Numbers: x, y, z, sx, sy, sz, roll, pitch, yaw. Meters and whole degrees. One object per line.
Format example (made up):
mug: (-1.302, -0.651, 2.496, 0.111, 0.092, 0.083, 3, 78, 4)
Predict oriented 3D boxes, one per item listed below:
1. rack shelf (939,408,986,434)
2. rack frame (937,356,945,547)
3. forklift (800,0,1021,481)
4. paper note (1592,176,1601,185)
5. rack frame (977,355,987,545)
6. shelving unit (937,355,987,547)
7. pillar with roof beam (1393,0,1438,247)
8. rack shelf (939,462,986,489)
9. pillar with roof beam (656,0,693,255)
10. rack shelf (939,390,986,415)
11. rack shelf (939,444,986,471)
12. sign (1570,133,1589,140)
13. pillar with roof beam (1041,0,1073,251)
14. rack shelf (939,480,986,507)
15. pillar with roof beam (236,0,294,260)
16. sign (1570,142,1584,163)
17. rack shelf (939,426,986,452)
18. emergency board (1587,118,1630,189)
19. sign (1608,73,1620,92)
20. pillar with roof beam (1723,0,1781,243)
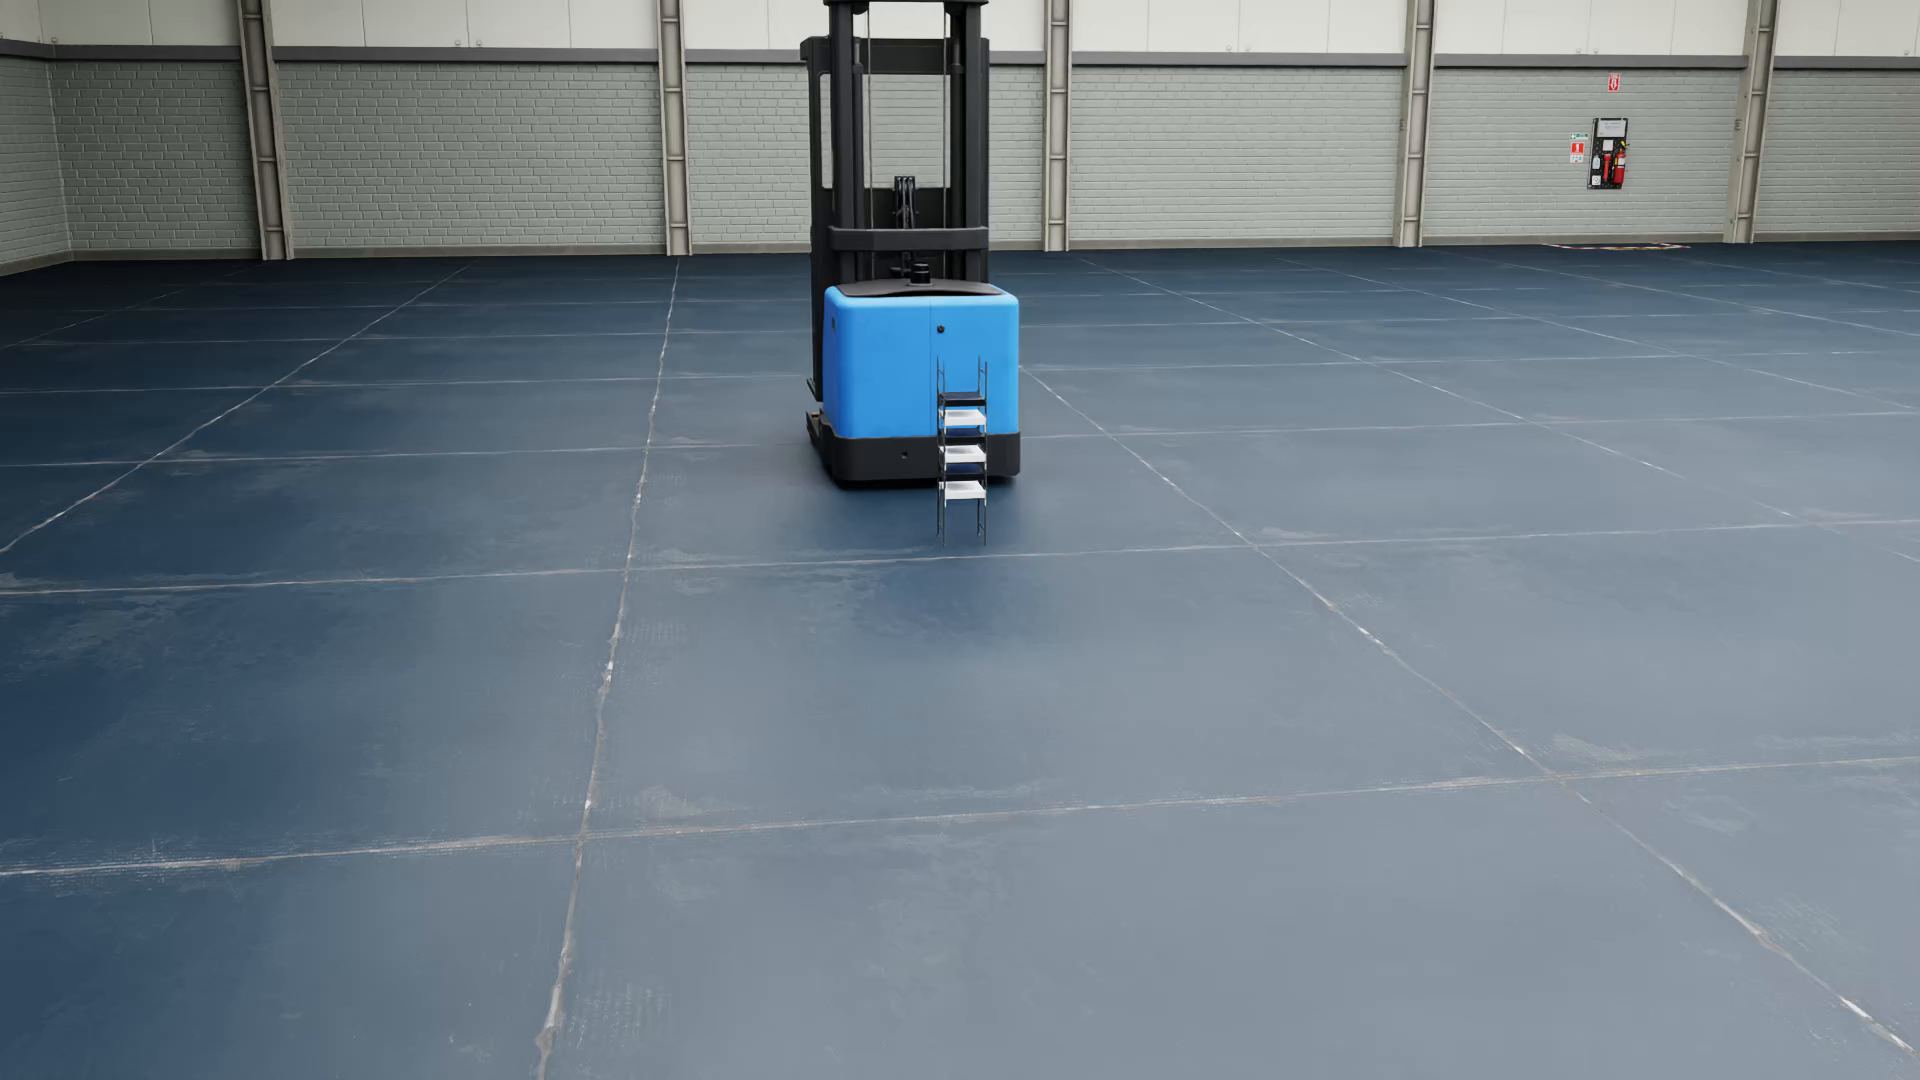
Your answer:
rack shelf: (0.008, -0.579, 8.078, 0.200, 0.077, 0.258, -2, 14, -8)
rack frame: (-0.092, -0.433, 8.099, 0.006, 0.900, 0.240, -2, 14, -8)
forklift: (-0.406, -2.060, 10.411, 1.130, 2.935, 3.031, -2, 14, -9)
paper note: (10.770, -6.086, 28.135, 0.142, 0.148, 0.016, -2, 14, -8)
rack frame: (0.109, -0.440, 8.128, 0.006, 0.900, 0.240, -2, 14, -8)
shelving unit: (0.008, -0.437, 8.114, 0.210, 0.900, 0.258, -2, 14, -8)
pillar with roof beam: (8.113, -8.241, 22.582, 0.400, 9.000, 9.100, -2, 14, -8)
rack shelf: (0.008, -0.317, 8.144, 0.200, 0.077, 0.258, -2, 14, -8)
pillar with roof beam: (-3.753, -7.806, 20.848, 0.400, 9.000, 9.100, -2, 14, -8)
rack shelf: (0.008, -0.666, 8.056, 0.200, 0.077, 0.258, -2, 14, -8)
rack shelf: (0.008, -0.404, 8.122, 0.200, 0.077, 0.258, -2, 14, -8)
sign: (10.399, -6.781, 27.930, 0.331, 0.109, 0.001, -2, 14, -8)
pillar with roof beam: (2.180, -8.023, 21.715, 0.400, 9.000, 9.100, -2, 14, -8)
rack shelf: (0.008, -0.230, 8.165, 0.200, 0.077, 0.258, -2, 14, -8)
pillar with roof beam: (-9.686, -7.588, 19.981, 0.400, 9.000, 9.100, -2, 14, -8)
sign: (10.394, -6.526, 28.002, 0.234, 0.329, 0.001, -2, 14, -8)
rack shelf: (0.008, -0.492, 8.100, 0.200, 0.077, 0.258, -2, 14, -8)
emergency board: (10.956, -6.503, 27.988, 0.643, 1.169, 0.194, -2, 14, -8)
sign: (10.933, -7.652, 27.800, 0.199, 0.298, 0.001, -2, 14, -8)
pillar with roof beam: (14.046, -8.458, 23.449, 0.400, 9.000, 9.100, -2, 14, -8)
